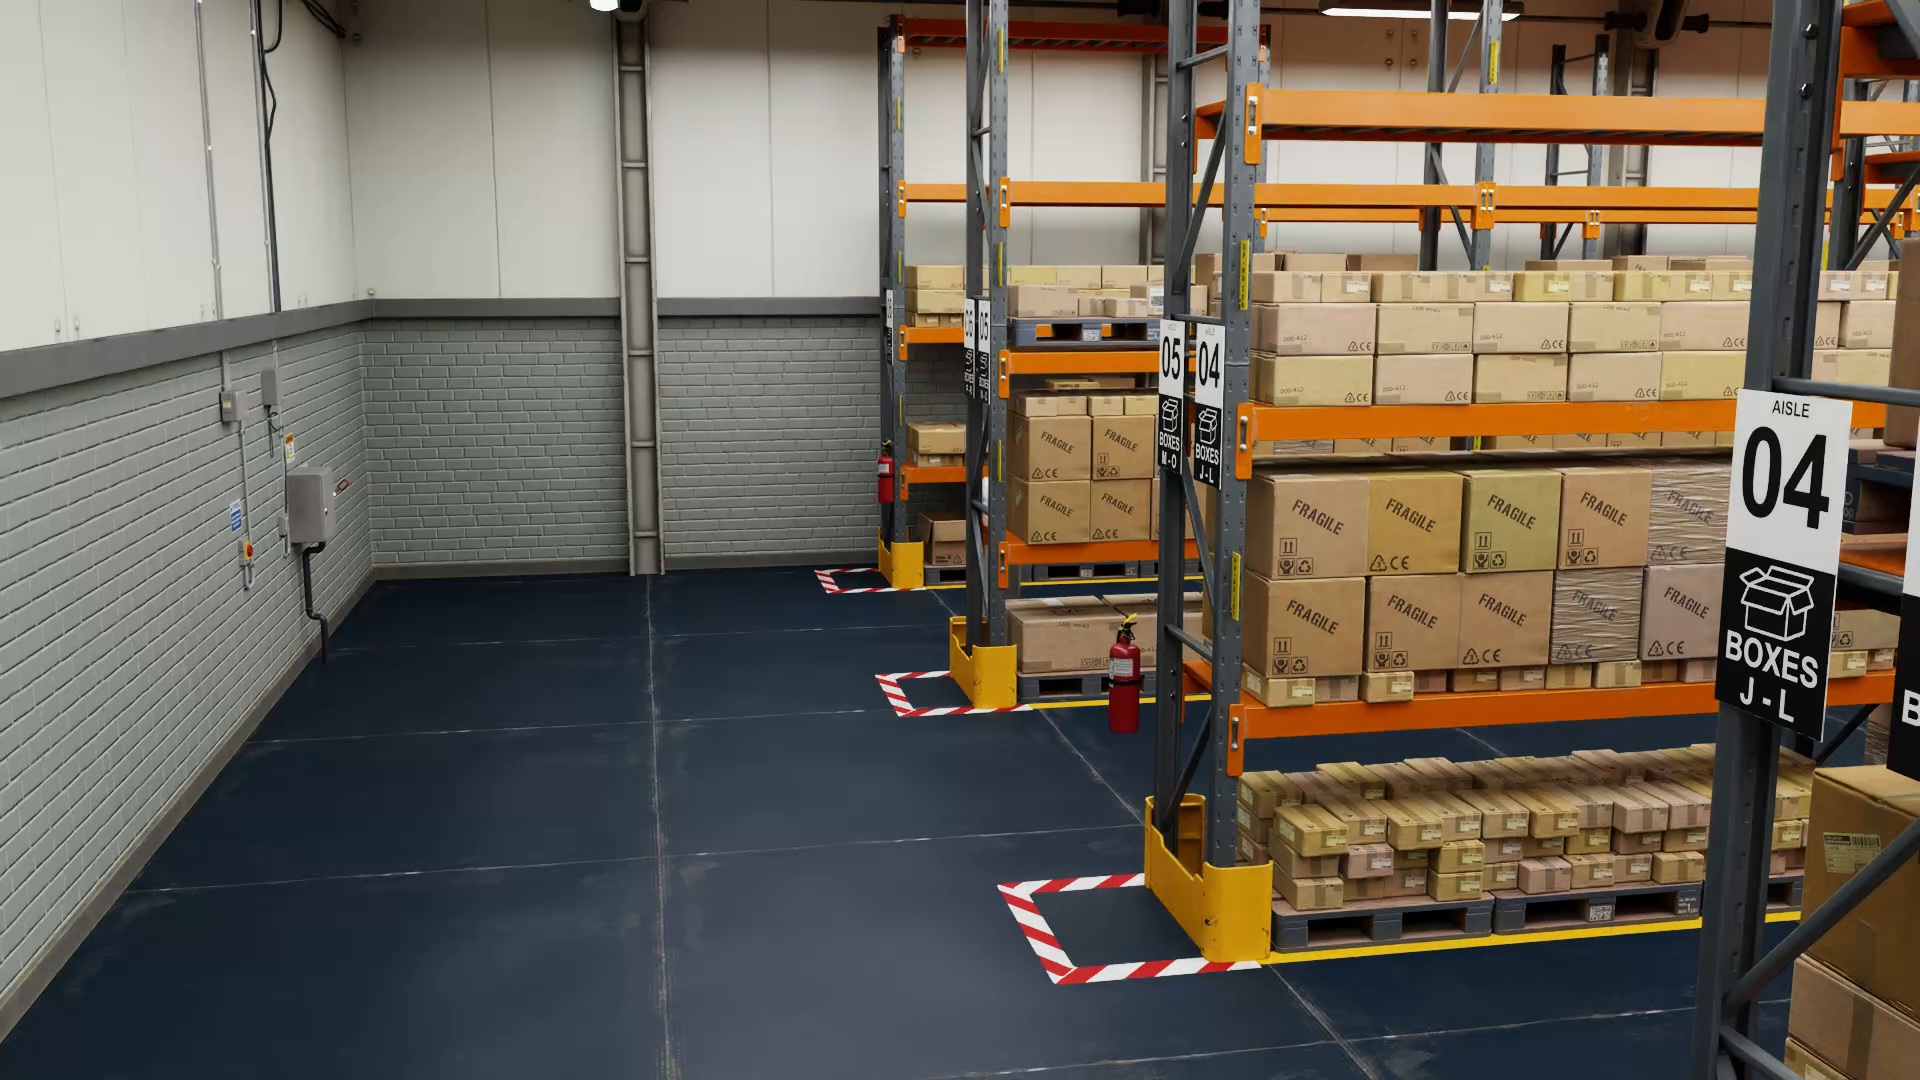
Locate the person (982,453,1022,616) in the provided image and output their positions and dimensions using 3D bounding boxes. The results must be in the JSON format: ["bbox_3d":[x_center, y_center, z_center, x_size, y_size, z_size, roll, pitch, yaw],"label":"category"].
[{"bbox_3d":[0.401,0.019,15.648,0.505,1.782,0.552,-2,10,-10],"label":"person"}]
